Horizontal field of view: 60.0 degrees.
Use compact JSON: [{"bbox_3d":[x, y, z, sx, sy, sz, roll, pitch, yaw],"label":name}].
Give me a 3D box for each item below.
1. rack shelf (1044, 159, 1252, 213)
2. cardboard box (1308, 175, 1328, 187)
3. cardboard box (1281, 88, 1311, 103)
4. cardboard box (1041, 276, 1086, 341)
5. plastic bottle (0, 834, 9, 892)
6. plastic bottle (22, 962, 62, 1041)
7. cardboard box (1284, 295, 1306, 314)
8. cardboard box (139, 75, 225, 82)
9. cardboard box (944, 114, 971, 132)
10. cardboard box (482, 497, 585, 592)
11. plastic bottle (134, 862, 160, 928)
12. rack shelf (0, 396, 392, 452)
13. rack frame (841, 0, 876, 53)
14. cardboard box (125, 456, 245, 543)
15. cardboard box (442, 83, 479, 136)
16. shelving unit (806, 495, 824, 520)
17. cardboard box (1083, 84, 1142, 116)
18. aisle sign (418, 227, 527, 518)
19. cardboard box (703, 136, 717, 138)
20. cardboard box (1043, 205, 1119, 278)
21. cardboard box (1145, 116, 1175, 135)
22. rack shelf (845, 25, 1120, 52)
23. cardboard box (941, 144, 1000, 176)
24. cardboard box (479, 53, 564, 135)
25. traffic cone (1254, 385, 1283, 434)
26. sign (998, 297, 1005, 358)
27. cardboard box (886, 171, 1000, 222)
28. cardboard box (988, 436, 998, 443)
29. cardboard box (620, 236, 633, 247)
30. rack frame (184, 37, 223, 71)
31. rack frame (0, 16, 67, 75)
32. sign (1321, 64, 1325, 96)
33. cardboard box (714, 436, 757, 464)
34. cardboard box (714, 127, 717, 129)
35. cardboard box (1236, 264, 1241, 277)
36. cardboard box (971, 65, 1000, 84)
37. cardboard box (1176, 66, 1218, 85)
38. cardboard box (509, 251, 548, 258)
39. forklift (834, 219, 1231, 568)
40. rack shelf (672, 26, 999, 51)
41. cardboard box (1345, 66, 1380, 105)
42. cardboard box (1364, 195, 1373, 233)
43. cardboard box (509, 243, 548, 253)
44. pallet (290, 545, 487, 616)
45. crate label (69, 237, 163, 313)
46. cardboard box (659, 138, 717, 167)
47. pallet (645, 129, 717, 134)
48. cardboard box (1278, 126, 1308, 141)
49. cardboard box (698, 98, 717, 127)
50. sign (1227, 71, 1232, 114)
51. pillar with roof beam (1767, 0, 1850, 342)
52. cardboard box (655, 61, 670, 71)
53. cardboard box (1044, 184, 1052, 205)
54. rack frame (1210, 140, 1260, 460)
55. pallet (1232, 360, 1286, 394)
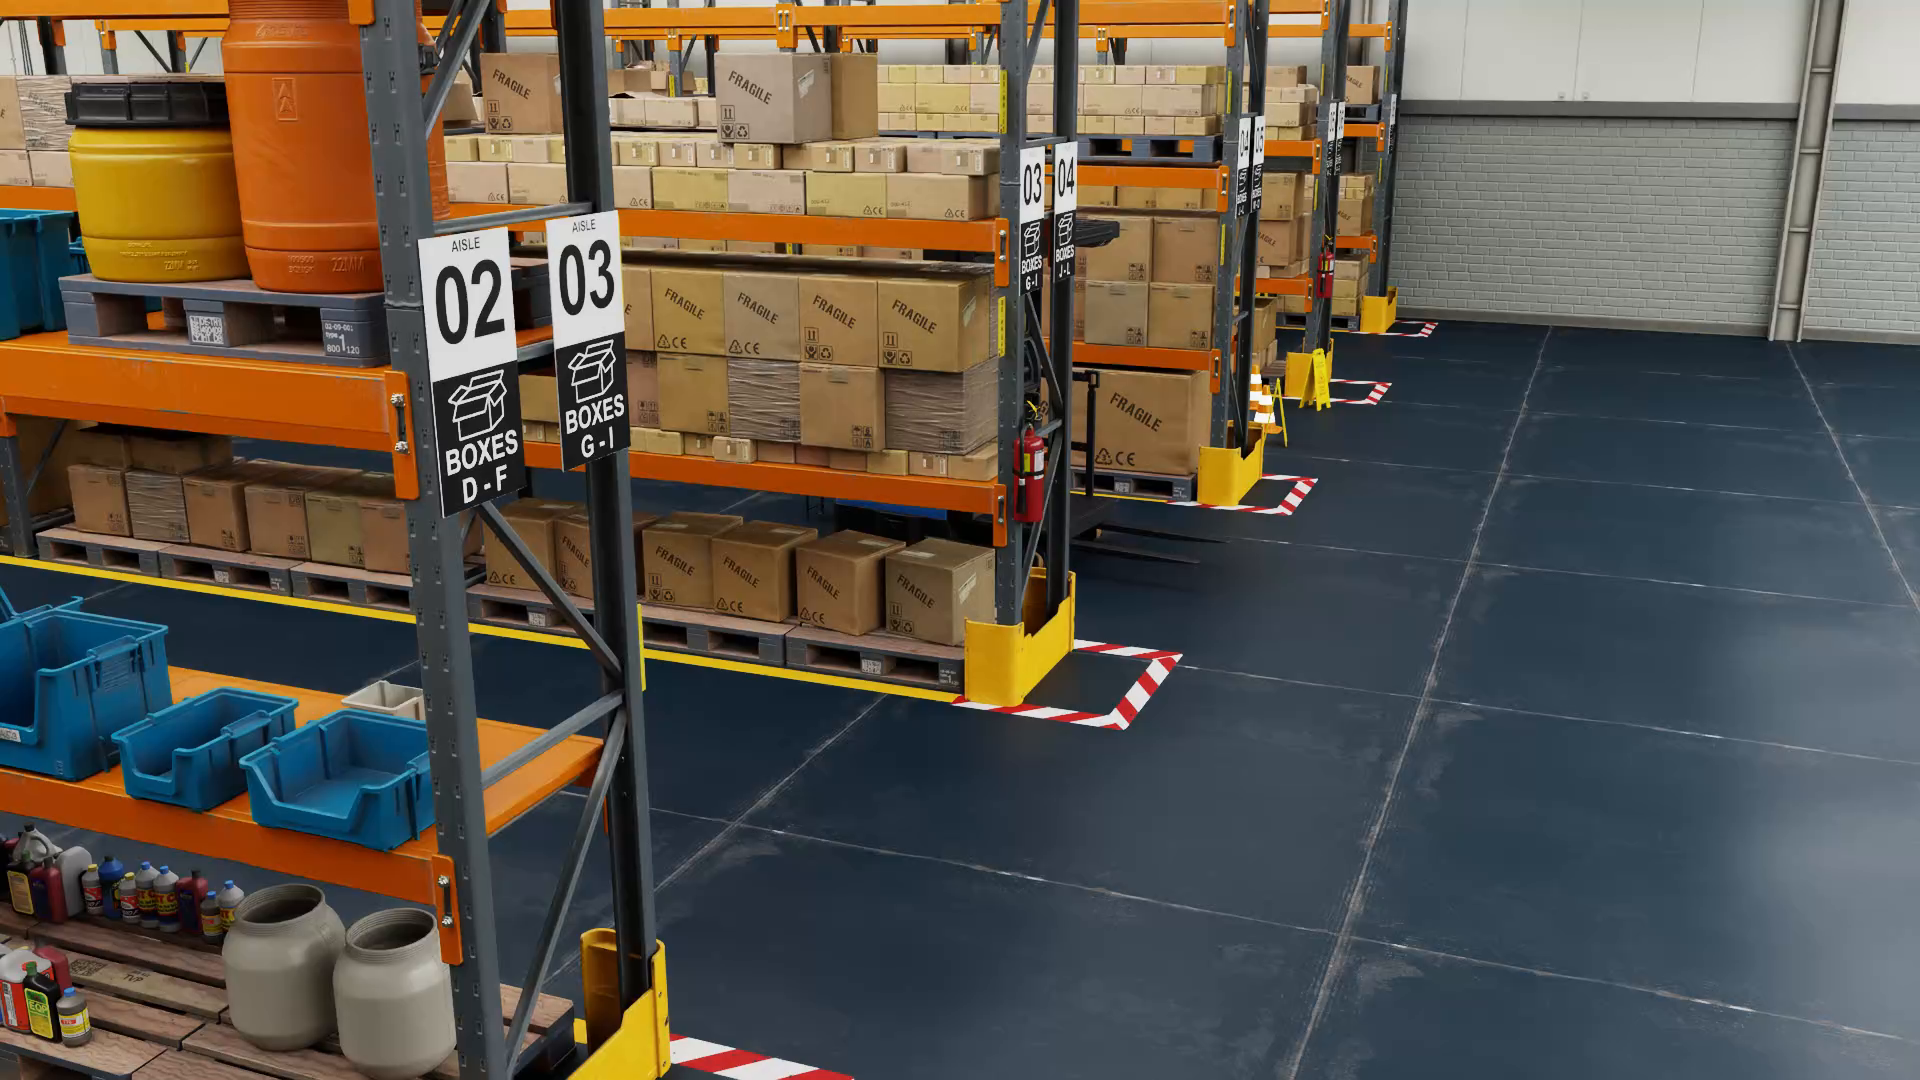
[{"bbox_3d":[0.507,-3.189,14.687,4.000,0.370,1.077,6,17,21],"label":"rack shelf"},{"bbox_3d":[5.002,-4.992,23.113,0.250,0.149,0.380,7,17,22],"label":"cardboard box"},{"bbox_3d":[3.666,-4.844,18.119,0.250,0.149,0.380,6,17,21],"label":"cardboard box"},{"bbox_3d":[1.011,-2.128,14.853,0.550,0.550,0.875,6,17,21],"label":"cardboard box"},{"bbox_3d":[-4.202,1.334,7.160,0.185,0.351,0.144,5,17,18],"label":"plastic bottle"},{"bbox_3d":[-3.349,1.684,6.077,0.133,0.283,0.061,7,17,22],"label":"plastic bottle"},{"bbox_3d":[4.895,-3.371,23.585,0.500,0.250,0.500,6,17,21],"label":"cardboard box"},{"bbox_3d":[-5.517,-3.072,11.918,0.500,0.500,0.500,7,17,22],"label":"cardboard box"},{"bbox_3d":[0.046,-3.612,14.375,0.250,0.149,0.380,6,17,21],"label":"cardboard box"},{"bbox_3d":[-2.910,0.028,11.427,0.500,0.500,0.500,6,17,19],"label":"cardboard box"},{"bbox_3d":[-3.348,1.459,6.872,0.097,0.271,0.097,0,16,0],"label":"plastic bottle"},{"bbox_3d":[-5.128,-0.881,12.119,4.000,0.370,1.077,6,17,21],"label":"rack shelf"},{"bbox_3d":[-1.535,-8.170,25.176,0.127,3.000,1.000,6,17,21],"label":"rack frame"},{"bbox_3d":[-5.837,-0.325,12.608,0.500,0.500,0.700,5,17,16],"label":"cardboard box"},{"bbox_3d":[-3.669,-2.788,11.077,0.637,0.503,0.797,5,17,18],"label":"cardboard box"},{"bbox_3d":[-0.996,-0.741,13.574,0.503,1.200,0.258,9,19,29],"label":"shelving unit"},{"bbox_3d":[1.344,-3.679,13.888,0.500,0.250,0.500,6,17,21],"label":"cardboard box"},{"bbox_3d":[-1.406,-0.492,4.826,0.004,0.787,0.394,6,17,21],"label":"aisle sign"},{"bbox_3d":[-1.413,-2.440,10.371,0.250,0.149,0.380,6,17,19],"label":"cardboard box"},{"bbox_3d":[1.020,-2.652,14.724,0.550,0.550,0.875,6,17,21],"label":"cardboard box"},{"bbox_3d":[1.699,-3.431,13.748,0.250,0.149,0.380,6,17,21],"label":"cardboard box"},{"bbox_3d":[0.326,-7.428,24.627,4.000,0.370,1.077,6,17,21],"label":"rack shelf"},{"bbox_3d":[0.080,-2.120,9.271,0.250,0.149,0.380,6,17,21],"label":"cardboard box"},{"bbox_3d":[-2.756,-2.914,10.840,0.500,0.500,0.500,6,17,19],"label":"cardboard box"},{"bbox_3d":[3.125,-1.351,16.999,0.334,0.463,0.336,6,17,21],"label":"traffic cone"},{"bbox_3d":[0.231,-1.179,9.210,0.005,0.325,0.100,6,17,21],"label":"sign"},{"bbox_3d":[-0.088,-1.965,9.450,0.500,0.250,0.500,7,17,22],"label":"cardboard box"},{"bbox_3d":[0.276,-0.583,10.253,0.250,0.149,0.380,6,17,21],"label":"cardboard box"},{"bbox_3d":[-3.236,-3.031,16.263,0.500,0.500,0.700,6,17,20],"label":"cardboard box"},{"bbox_3d":[-10.795,-7.701,23.559,0.127,3.000,1.000,6,17,21],"label":"rack frame"},{"bbox_3d":[-6.989,-4.312,11.887,0.127,3.000,1.000,6,17,21],"label":"rack frame"},{"bbox_3d":[3.867,-4.907,17.727,0.005,0.325,0.100,6,17,21],"label":"sign"},{"bbox_3d":[-1.322,-0.594,10.290,0.250,0.149,0.380,6,17,21],"label":"cardboard box"},{"bbox_3d":[-2.884,-5.275,20.824,0.258,0.266,0.396,6,17,21],"label":"cardboard box"},{"bbox_3d":[3.156,-3.074,18.833,0.250,0.149,0.380,6,17,20],"label":"cardboard box"},{"bbox_3d":[0.275,-3.970,14.175,0.250,0.149,0.380,6,17,20],"label":"cardboard box"},{"bbox_3d":[1.929,-3.788,13.549,0.250,0.149,0.380,6,17,21],"label":"cardboard box"},{"bbox_3d":[-2.942,-1.581,10.733,0.500,0.500,0.500,6,17,21],"label":"cardboard box"},{"bbox_3d":[0.539,-1.321,12.466,3.031,2.935,1.130,9,19,29],"label":"forklift"},{"bbox_3d":[-1.492,-6.140,20.192,4.000,0.370,1.077,6,17,21],"label":"rack shelf"},{"bbox_3d":[5.406,-6.191,22.627,0.500,0.500,0.500,7,18,22],"label":"cardboard box"},{"bbox_3d":[5.548,-4.641,23.602,0.500,0.500,0.500,7,18,22],"label":"cardboard box"},{"bbox_3d":[-2.748,-1.718,11.206,0.500,0.500,0.500,6,17,21],"label":"cardboard box"},{"bbox_3d":[-3.993,0.238,11.976,1.213,0.211,1.003,6,17,21],"label":"pallet"},{"bbox_3d":[-2.984,-0.975,6.037,0.408,0.251,0.502,6,17,21],"label":"crate label"},{"bbox_3d":[-1.599,-2.328,9.985,0.250,0.149,0.380,7,18,22],"label":"cardboard box"},{"bbox_3d":[-2.225,-3.728,15.597,1.217,0.209,0.805,6,17,18],"label":"pallet"},{"bbox_3d":[3.655,-4.467,18.250,0.250,0.149,0.380,6,17,21],"label":"cardboard box"},{"bbox_3d":[-2.070,-3.947,15.346,0.500,0.250,0.500,6,17,21],"label":"cardboard box"},{"bbox_3d":[2.155,-3.577,13.289,0.005,0.325,0.100,6,17,21],"label":"sign"},{"bbox_3d":[9.592,-5.926,17.447,0.400,9.000,9.100,6,17,21],"label":"pillar with roof beam"},{"bbox_3d":[-4.688,-7.578,26.757,0.258,0.266,0.396,6,17,21],"label":"cardboard box"},{"bbox_3d":[1.165,-4.104,19.424,0.500,0.500,0.700,6,17,21],"label":"cardboard box"},{"bbox_3d":[2.367,-1.889,14.300,0.127,3.000,1.000,6,17,21],"label":"rack frame"},{"bbox_3d":[3.276,-1.944,19.491,1.213,0.211,1.003,6,17,21],"label":"pallet"}]
